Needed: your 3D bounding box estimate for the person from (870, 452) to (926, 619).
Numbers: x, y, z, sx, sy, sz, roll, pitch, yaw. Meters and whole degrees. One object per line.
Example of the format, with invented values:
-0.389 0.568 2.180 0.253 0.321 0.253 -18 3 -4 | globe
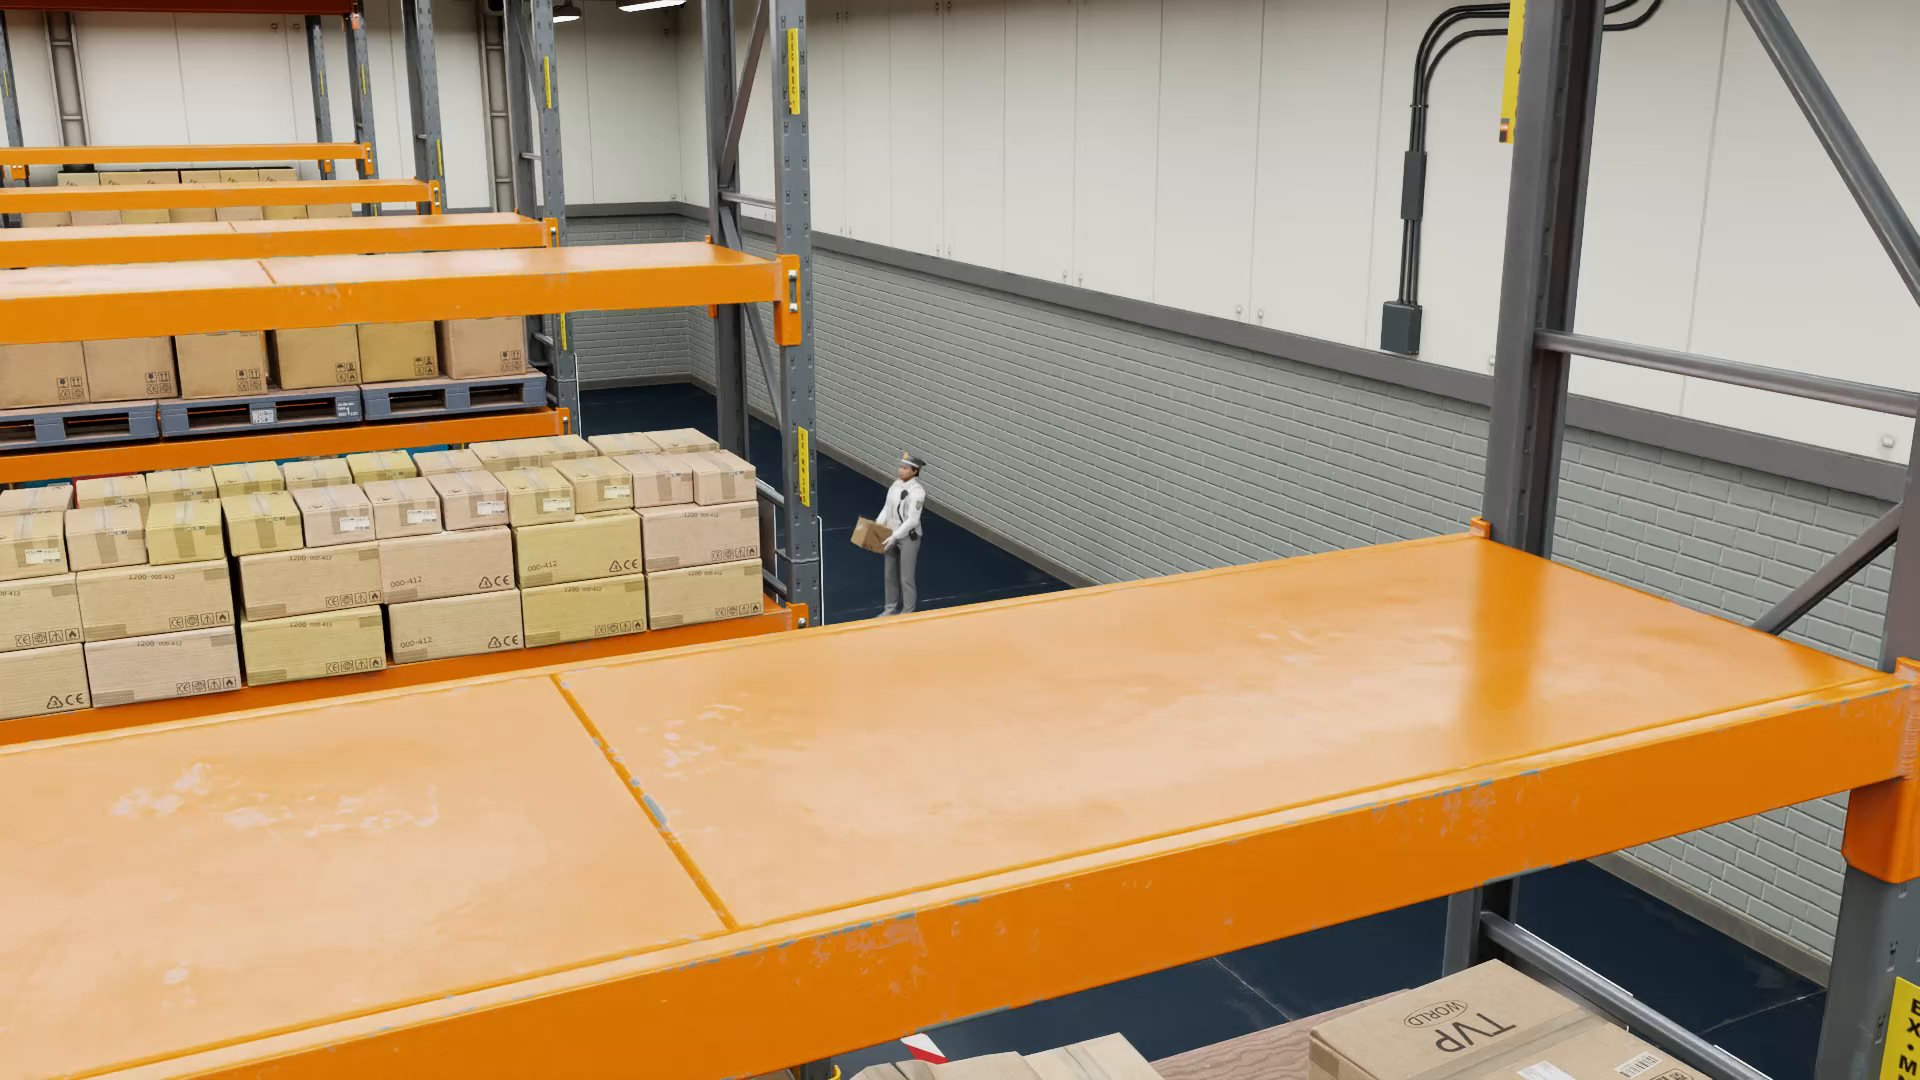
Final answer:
-0.581 0.002 15.682 0.535 1.701 0.513 -12 19 -37 | person
